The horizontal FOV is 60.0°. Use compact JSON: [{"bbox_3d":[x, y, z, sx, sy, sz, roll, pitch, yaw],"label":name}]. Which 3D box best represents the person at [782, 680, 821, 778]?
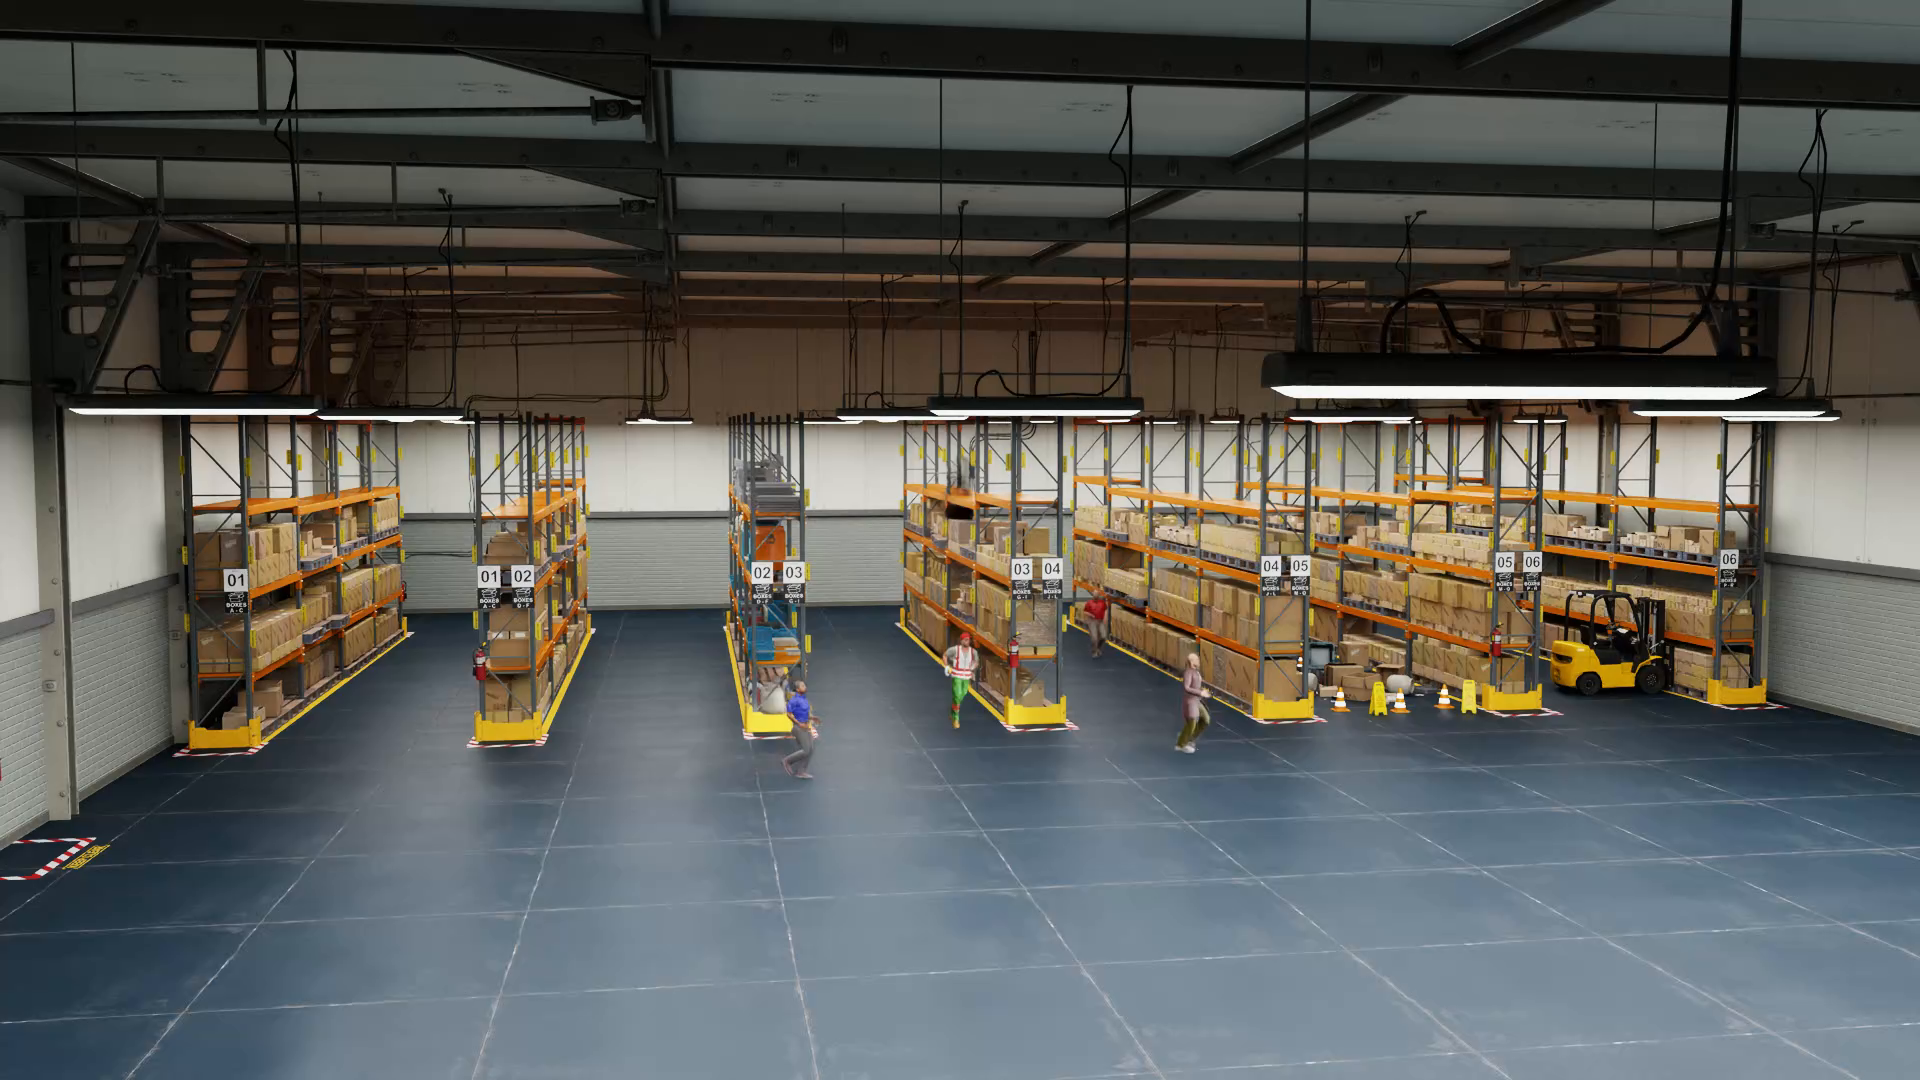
[{"bbox_3d":[-2.585,3.078,27.067,0.579,1.605,0.572,1,4,15],"label":"person"}]

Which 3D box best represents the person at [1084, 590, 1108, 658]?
[{"bbox_3d":[3.400,2.080,41.091,0.650,1.688,0.602,-1,4,-11],"label":"person"}]

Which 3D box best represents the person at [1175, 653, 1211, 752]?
[{"bbox_3d":[4.105,2.863,29.160,0.696,1.757,0.710,2,4,27],"label":"person"}]

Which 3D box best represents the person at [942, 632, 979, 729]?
[{"bbox_3d":[0.037,2.666,31.971,0.676,1.798,0.888,-2,4,-22],"label":"person"}]
